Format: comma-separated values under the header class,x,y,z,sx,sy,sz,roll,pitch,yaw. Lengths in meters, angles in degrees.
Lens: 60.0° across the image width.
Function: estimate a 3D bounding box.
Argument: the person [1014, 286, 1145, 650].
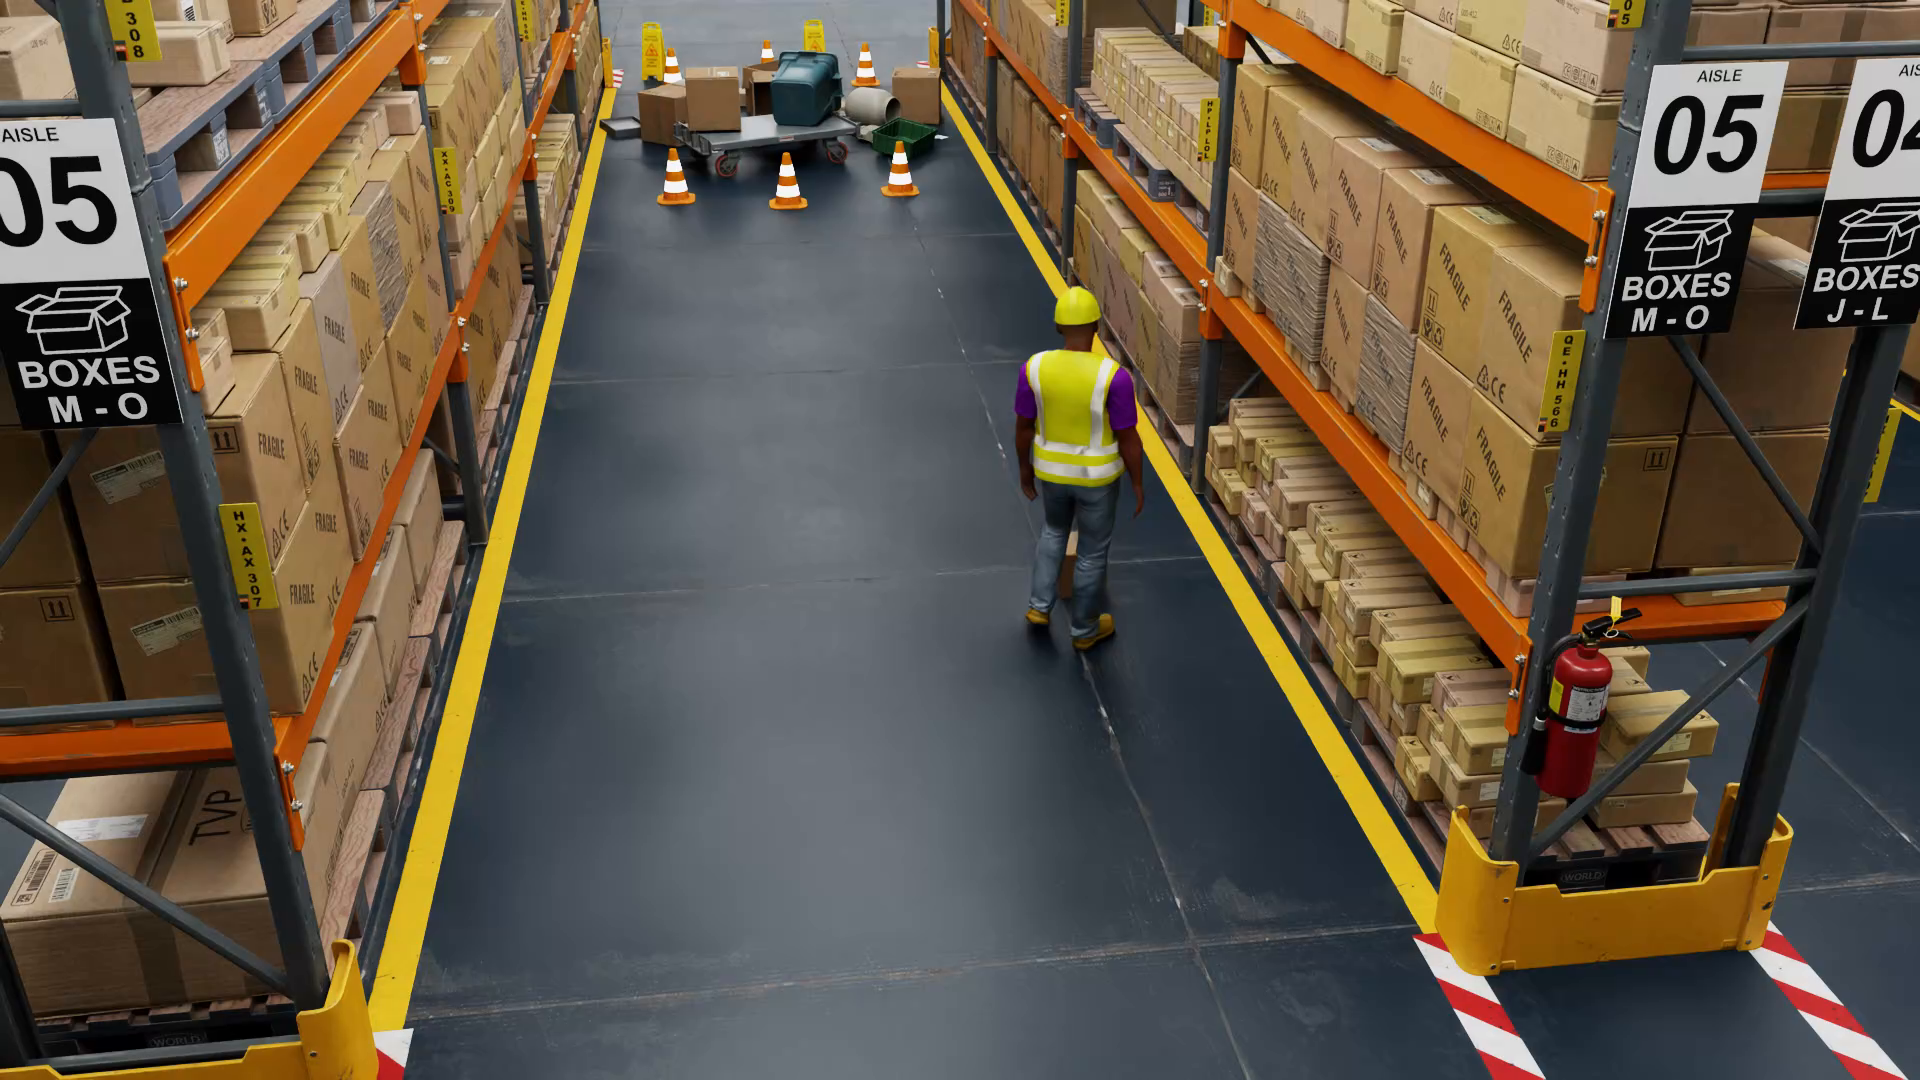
class,x,y,z,sx,sy,sz,roll,pitch,yaw
person,0.572,-0.319,7.691,0.612,1.770,0.425,13,30,24
